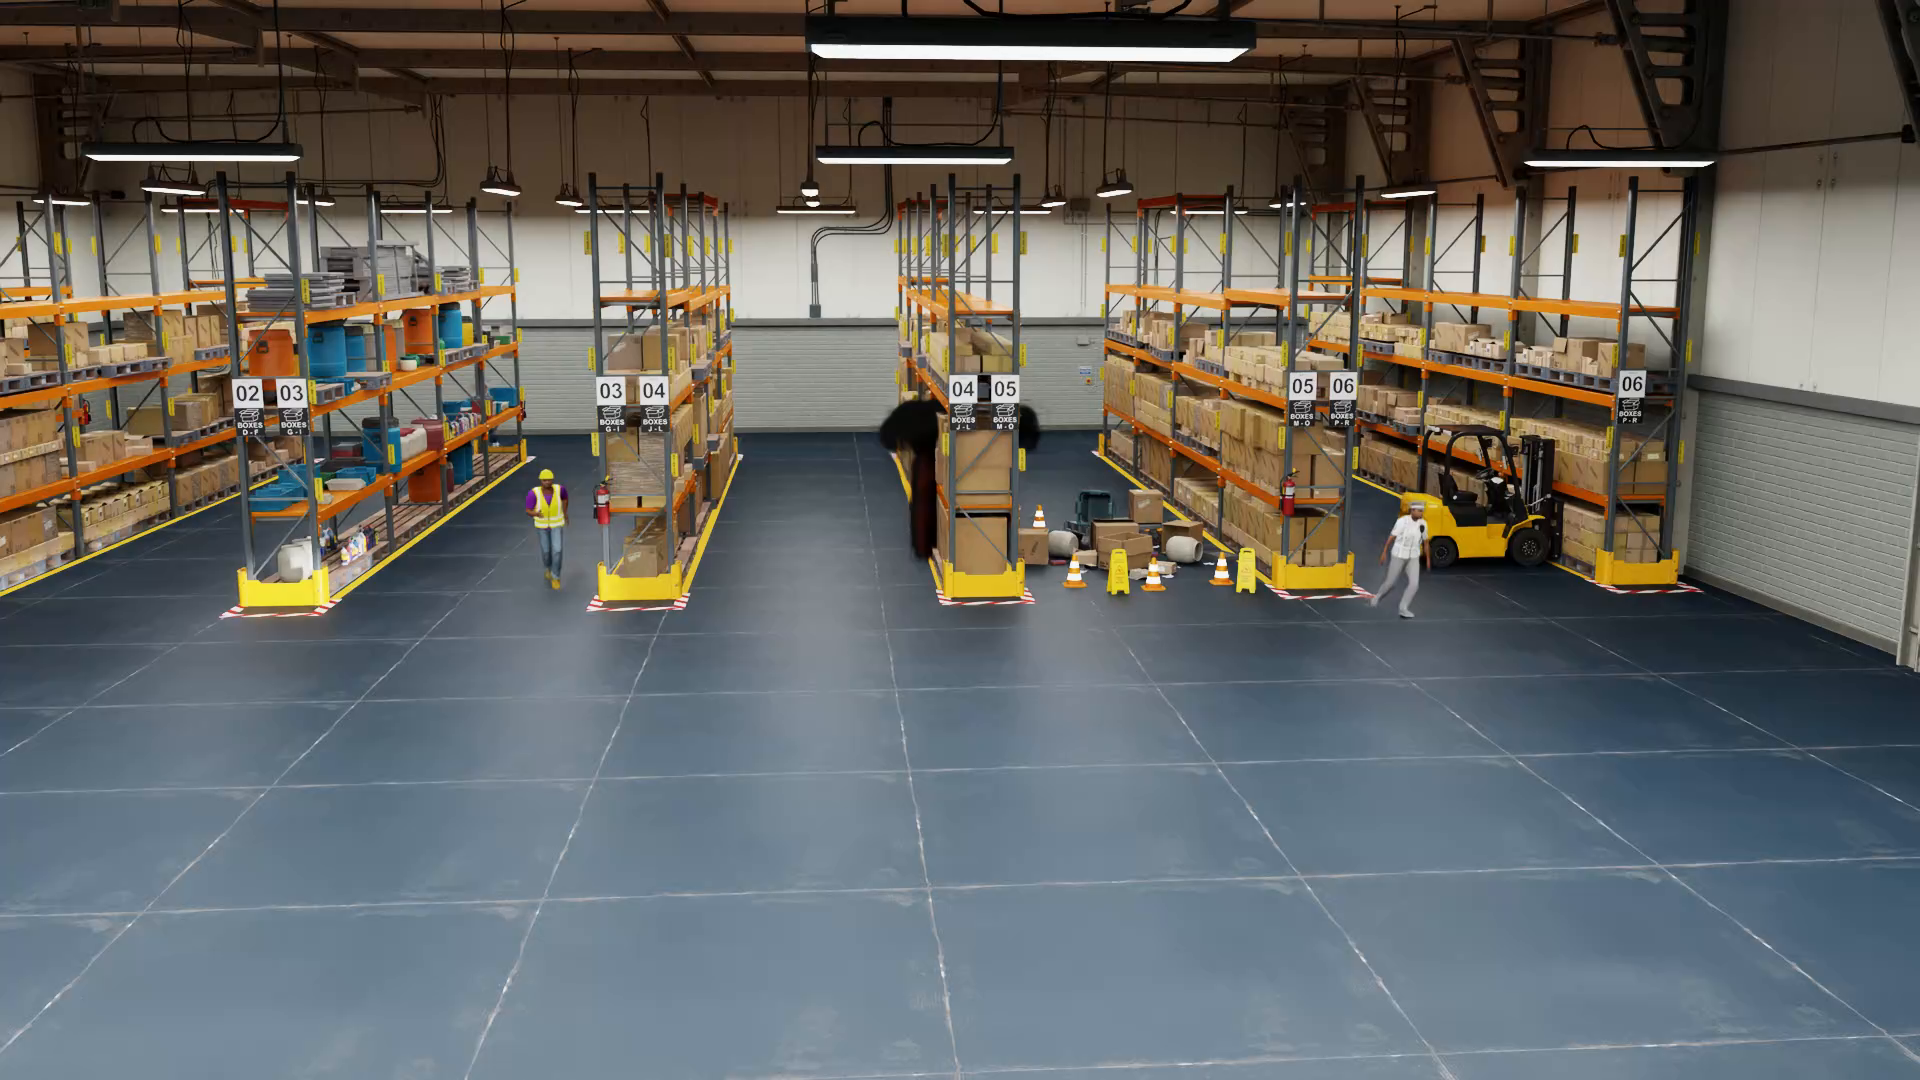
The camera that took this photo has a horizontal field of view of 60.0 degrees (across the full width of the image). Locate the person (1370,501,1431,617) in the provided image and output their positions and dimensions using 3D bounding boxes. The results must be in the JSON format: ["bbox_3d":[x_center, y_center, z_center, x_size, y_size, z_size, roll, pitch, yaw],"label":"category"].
[{"bbox_3d":[6.057,0.217,22.814,0.641,1.614,0.680,-2,10,-13],"label":"person"}]

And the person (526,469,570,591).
[{"bbox_3d":[-6.113,-0.187,24.695,0.609,1.770,0.938,-2,10,-10],"label":"person"}]

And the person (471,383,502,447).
[{"bbox_3d":[-11.932,-3.125,41.645,0.861,1.609,0.536,1,10,7],"label":"person"}]

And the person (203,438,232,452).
[{"bbox_3d":[-17.796,-2.890,39.909,0.863,1.842,0.651,0,10,-2],"label":"person"}]
